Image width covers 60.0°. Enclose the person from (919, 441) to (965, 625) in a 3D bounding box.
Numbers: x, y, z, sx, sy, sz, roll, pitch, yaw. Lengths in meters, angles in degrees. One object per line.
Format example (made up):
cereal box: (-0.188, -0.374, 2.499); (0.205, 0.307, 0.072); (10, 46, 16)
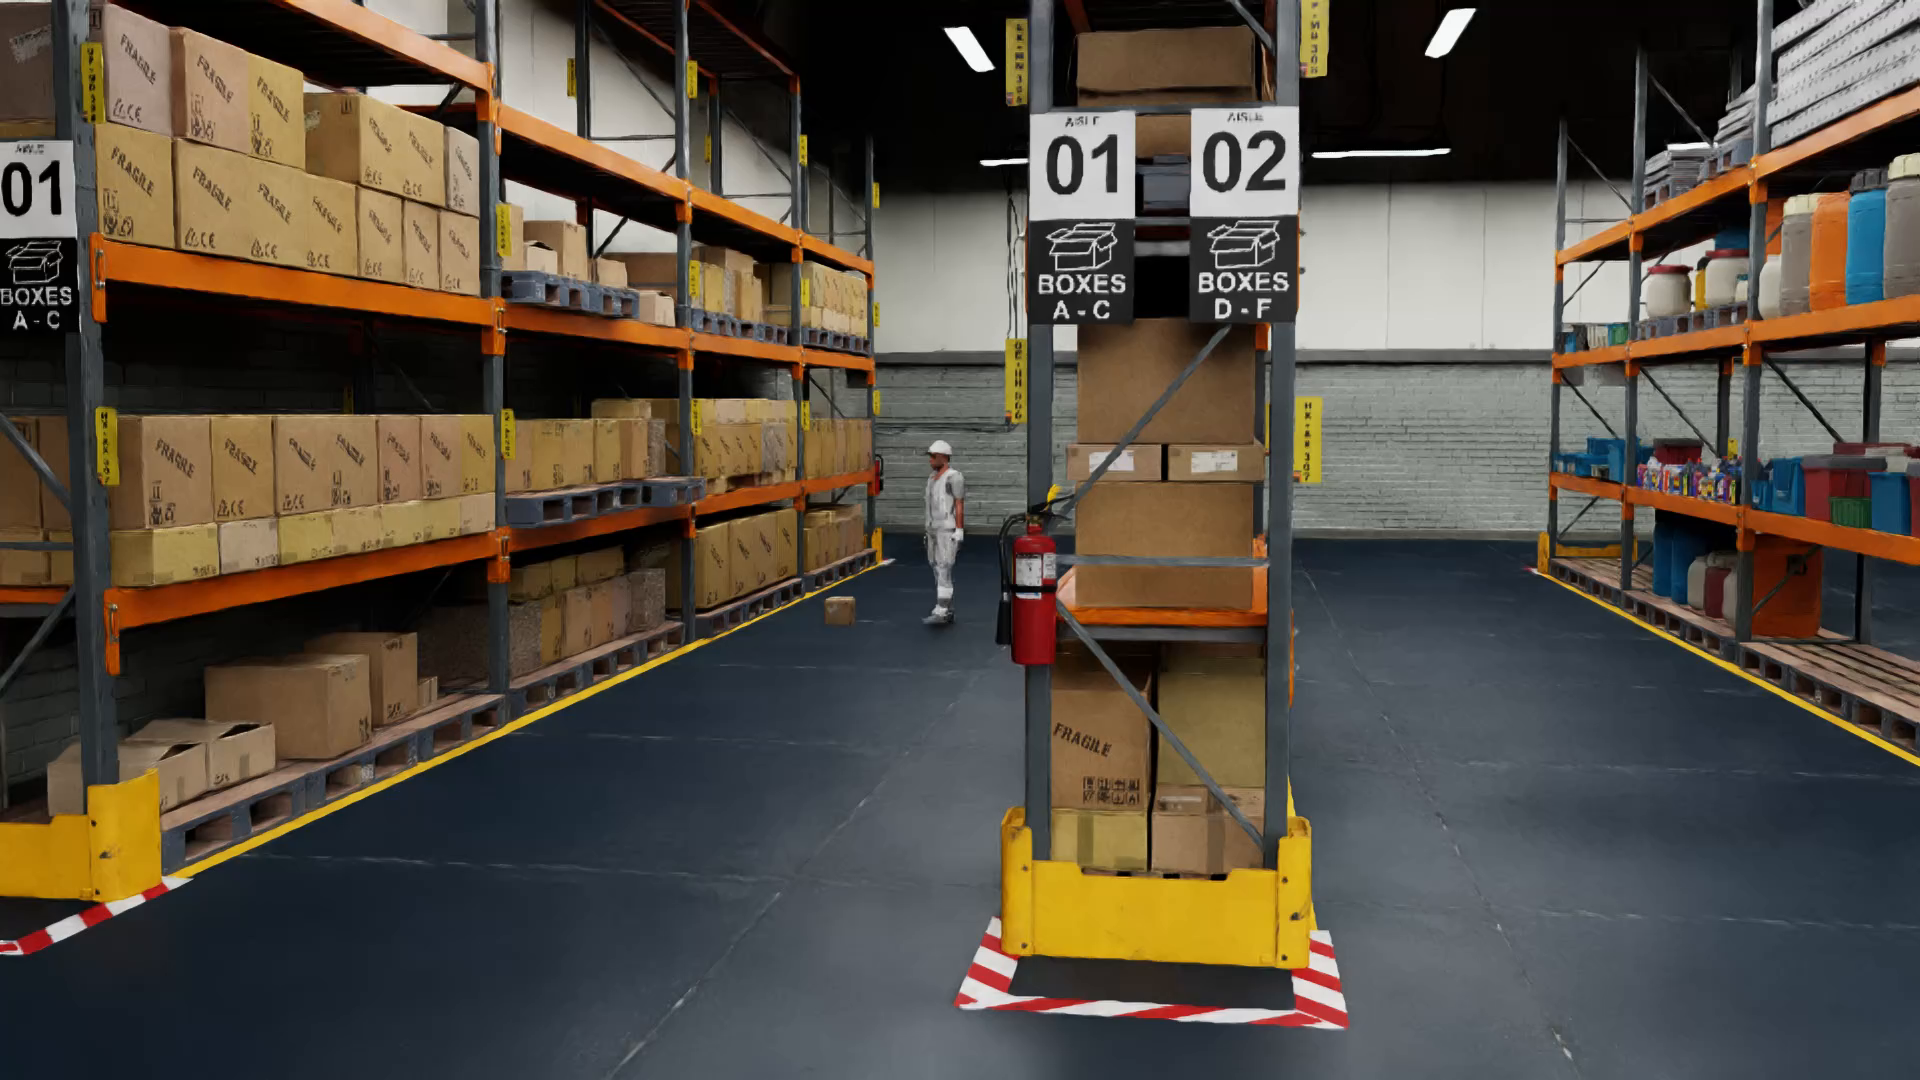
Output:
person: (-0.270, -0.065, 16.152); (0.608, 1.789, 0.581); (-3, 5, -36)
